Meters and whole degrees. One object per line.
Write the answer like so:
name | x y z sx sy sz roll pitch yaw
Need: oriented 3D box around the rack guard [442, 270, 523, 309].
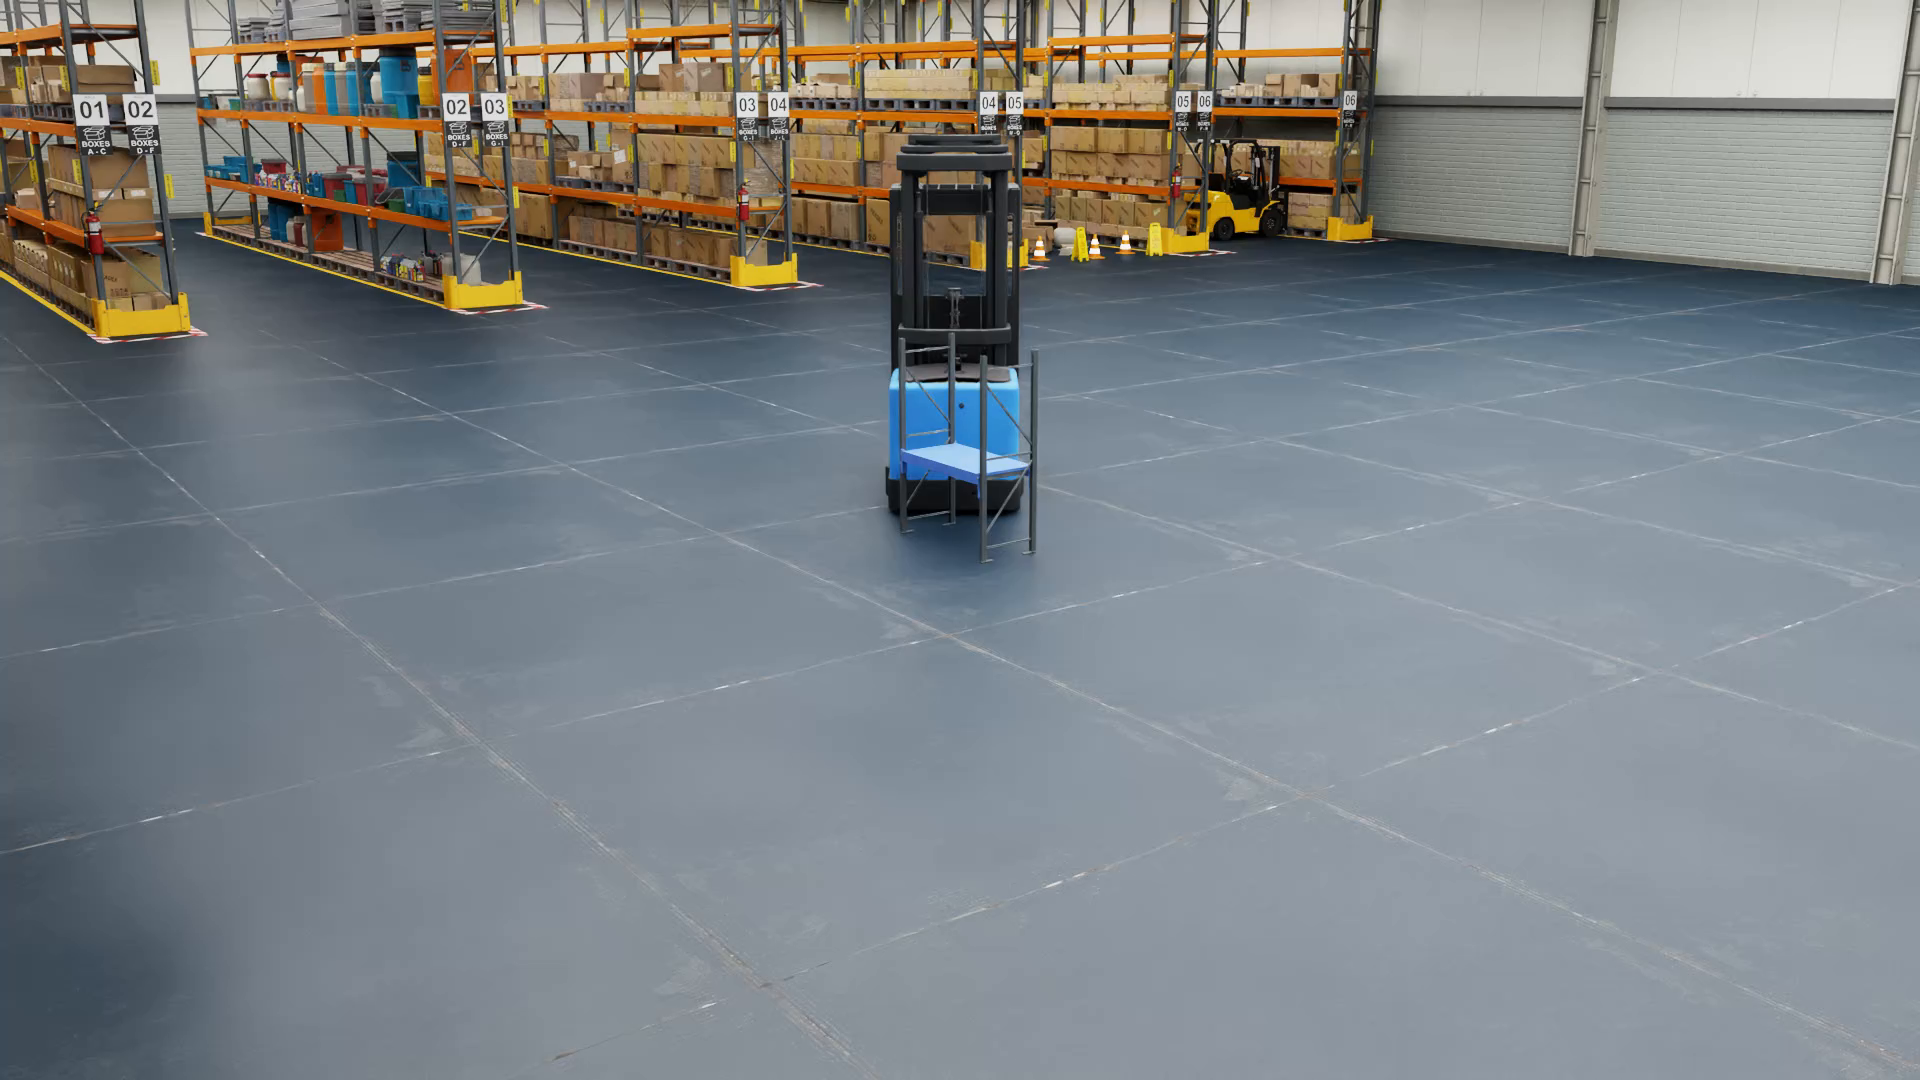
rack guard | -7.430 -3.906 25.900 1.175 0.500 0.348 -11 19 -35

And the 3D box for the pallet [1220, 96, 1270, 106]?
pallet | 6.859 -10.261 38.870 1.003 0.211 1.213 -11 19 -35

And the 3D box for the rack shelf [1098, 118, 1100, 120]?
rack shelf | 2.809 -11.416 44.286 1.077 0.370 4.000 -11 19 -35

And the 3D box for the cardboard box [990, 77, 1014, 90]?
cardboard box | 0.655 -8.531 31.119 0.500 0.250 0.500 -11 19 -35

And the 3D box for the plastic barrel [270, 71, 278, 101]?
plastic barrel | -13.702 -9.242 33.827 0.600 0.588 0.600 0 15 0

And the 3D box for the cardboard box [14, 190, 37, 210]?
cardboard box | -15.690 -5.779 28.177 0.500 0.311 0.500 -11 19 -35

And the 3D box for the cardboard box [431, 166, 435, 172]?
cardboard box | -12.503 -8.931 40.000 0.380 0.149 0.250 -11 19 -36

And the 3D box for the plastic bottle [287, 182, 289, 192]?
plastic bottle | -13.109 -6.916 32.539 0.097 0.201 0.097 0 15 0

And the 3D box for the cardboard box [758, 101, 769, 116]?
cardboard box | -3.415 -7.389 28.493 0.500 0.250 0.500 -10 18 -33

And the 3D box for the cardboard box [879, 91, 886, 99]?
cardboard box | -1.383 -8.811 32.897 0.380 0.149 0.250 -11 19 -35

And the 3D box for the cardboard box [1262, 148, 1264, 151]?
cardboard box | 7.040 -9.010 38.394 0.380 0.149 0.250 -12 19 -36

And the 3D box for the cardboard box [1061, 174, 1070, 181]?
cardboard box | 2.440 -7.980 36.525 0.380 0.149 0.250 -10 18 -33

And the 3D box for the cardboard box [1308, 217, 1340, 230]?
cardboard box | 8.156 -7.109 37.280 0.500 0.250 0.500 -11 19 -34

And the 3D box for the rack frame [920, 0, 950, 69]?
rack frame | -0.719 -14.491 48.476 1.000 3.000 0.127 -11 19 -35

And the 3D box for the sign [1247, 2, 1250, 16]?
sign | 6.800 -12.537 39.265 0.100 0.325 0.005 -11 19 -35

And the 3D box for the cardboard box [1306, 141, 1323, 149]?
cardboard box | 7.961 -8.829 37.170 0.380 0.149 0.250 -10 18 -33

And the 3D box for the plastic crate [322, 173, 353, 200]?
plastic crate | -11.348 -6.449 30.337 0.402 0.464 0.583 -11 19 -35

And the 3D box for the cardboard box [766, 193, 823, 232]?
cardboard box | -3.688 -7.302 37.038 1.050 0.750 0.750 -11 19 -35

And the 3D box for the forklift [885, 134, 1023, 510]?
forklift | -0.043 -1.983 14.268 1.130 2.935 3.031 0 15 0

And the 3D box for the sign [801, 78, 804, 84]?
sign | -3.519 -10.147 37.156 0.100 0.325 0.005 -11 19 -35

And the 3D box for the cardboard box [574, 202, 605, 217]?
cardboard box | -7.626 -6.810 34.255 0.500 0.250 0.500 -10 18 -32

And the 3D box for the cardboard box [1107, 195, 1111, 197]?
cardboard box | 3.189 -7.309 36.591 0.500 0.500 0.500 -10 18 -34

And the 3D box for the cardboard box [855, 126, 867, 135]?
cardboard box | -2.354 -10.364 42.678 0.500 0.500 0.500 -11 19 -34

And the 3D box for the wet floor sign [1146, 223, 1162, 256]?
wet floor sign | 3.922 -6.068 33.523 0.267 0.644 0.232 -4 16 -15

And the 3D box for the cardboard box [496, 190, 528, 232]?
cardboard box | -9.478 -7.287 36.749 1.225 0.875 0.875 -12 19 -36

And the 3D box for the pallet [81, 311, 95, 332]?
pallet | -11.839 -3.147 23.673 1.003 0.211 1.213 -11 19 -35

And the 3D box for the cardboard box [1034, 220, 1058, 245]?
cardboard box | 1.853 -6.619 35.810 0.500 0.500 0.500 1 15 4

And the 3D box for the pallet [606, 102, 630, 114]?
pallet | -5.969 -8.230 31.638 1.213 0.211 1.003 -11 19 -35

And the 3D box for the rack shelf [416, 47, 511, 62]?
rack shelf | -11.572 -11.215 38.625 1.077 0.370 4.000 -11 19 -35

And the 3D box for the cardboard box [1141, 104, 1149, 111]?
cardboard box | 3.938 -8.878 34.126 0.380 0.149 0.250 -10 18 -33

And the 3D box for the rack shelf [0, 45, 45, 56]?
rack shelf | -17.236 -8.824 29.889 1.077 0.370 4.000 -11 19 -35

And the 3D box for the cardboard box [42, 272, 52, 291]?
cardboard box | -14.186 -4.109 26.319 0.500 0.250 0.500 -11 19 -35

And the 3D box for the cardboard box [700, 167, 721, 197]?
cardboard box | -4.033 -6.273 29.061 0.875 0.500 0.500 -11 19 -35

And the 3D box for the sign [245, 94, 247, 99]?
sign | -16.319 -10.004 37.963 0.100 0.325 0.005 -11 19 -35

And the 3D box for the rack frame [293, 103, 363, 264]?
rack frame | -12.051 -6.811 31.779 1.000 3.000 0.127 -11 19 -35

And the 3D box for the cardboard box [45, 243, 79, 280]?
cardboard box | -13.688 -4.279 25.522 0.500 0.500 0.500 -11 19 -35

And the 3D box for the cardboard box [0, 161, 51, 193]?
cardboard box | -16.521 -6.411 29.332 0.500 0.500 0.700 10 18 33

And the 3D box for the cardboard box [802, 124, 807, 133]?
cardboard box | -4.062 -10.992 44.972 0.500 0.500 0.500 -11 19 -35

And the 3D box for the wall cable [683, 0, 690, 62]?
wall cable | -8.305 -14.891 49.936 0.463 3.000 0.029 -11 19 -35

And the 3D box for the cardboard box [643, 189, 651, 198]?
cardboard box | -5.673 -6.457 30.960 0.380 0.149 0.250 -11 19 -35

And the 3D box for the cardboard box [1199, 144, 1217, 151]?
cardboard box | 5.956 -9.435 39.947 0.380 0.149 0.250 -10 18 -33

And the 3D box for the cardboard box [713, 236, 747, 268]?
cardboard box | -4.073 -5.127 29.565 0.500 0.500 0.500 -6 16 -20

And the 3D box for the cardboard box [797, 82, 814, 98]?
cardboard box | -3.129 -9.577 35.388 0.500 0.311 0.500 -11 19 -36

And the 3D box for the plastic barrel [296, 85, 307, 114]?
plastic barrel | -12.116 -8.198 30.952 0.421 0.512 0.421 0 15 0

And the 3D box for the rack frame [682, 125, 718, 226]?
rack frame | -6.325 -9.182 40.443 1.000 3.000 0.127 -11 19 -35

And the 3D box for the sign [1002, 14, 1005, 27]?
sign | 1.183 -14.045 44.928 0.100 0.325 0.005 -11 19 -35

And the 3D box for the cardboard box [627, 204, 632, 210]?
cardboard box | -8.407 -8.659 43.137 0.380 0.149 0.250 -11 19 -35

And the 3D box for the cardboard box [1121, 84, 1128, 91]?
cardboard box | 3.574 -9.435 34.648 0.380 0.149 0.250 -12 19 -36

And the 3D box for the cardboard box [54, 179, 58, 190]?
cardboard box | -13.405 -5.354 25.038 0.380 0.149 0.250 -11 19 -36

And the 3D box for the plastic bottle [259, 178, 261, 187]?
plastic bottle | -14.371 -7.375 34.214 0.097 0.201 0.097 0 15 0

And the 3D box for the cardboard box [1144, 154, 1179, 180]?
cardboard box | 4.133 -7.675 34.181 0.500 0.500 0.500 -11 19 -36

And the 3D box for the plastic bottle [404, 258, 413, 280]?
plastic bottle | -9.090 -4.484 27.461 0.144 0.351 0.185 -10 18 -32

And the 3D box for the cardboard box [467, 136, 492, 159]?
cardboard box | -10.883 -8.923 37.797 0.500 0.500 0.500 -10 18 -33

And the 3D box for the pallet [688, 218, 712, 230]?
pallet | -5.866 -7.671 40.204 1.003 0.211 1.213 -11 19 -35

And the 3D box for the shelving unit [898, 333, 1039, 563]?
shelving unit | 0.050 -0.705 12.312 0.538 1.500 1.048 -11 19 -35
